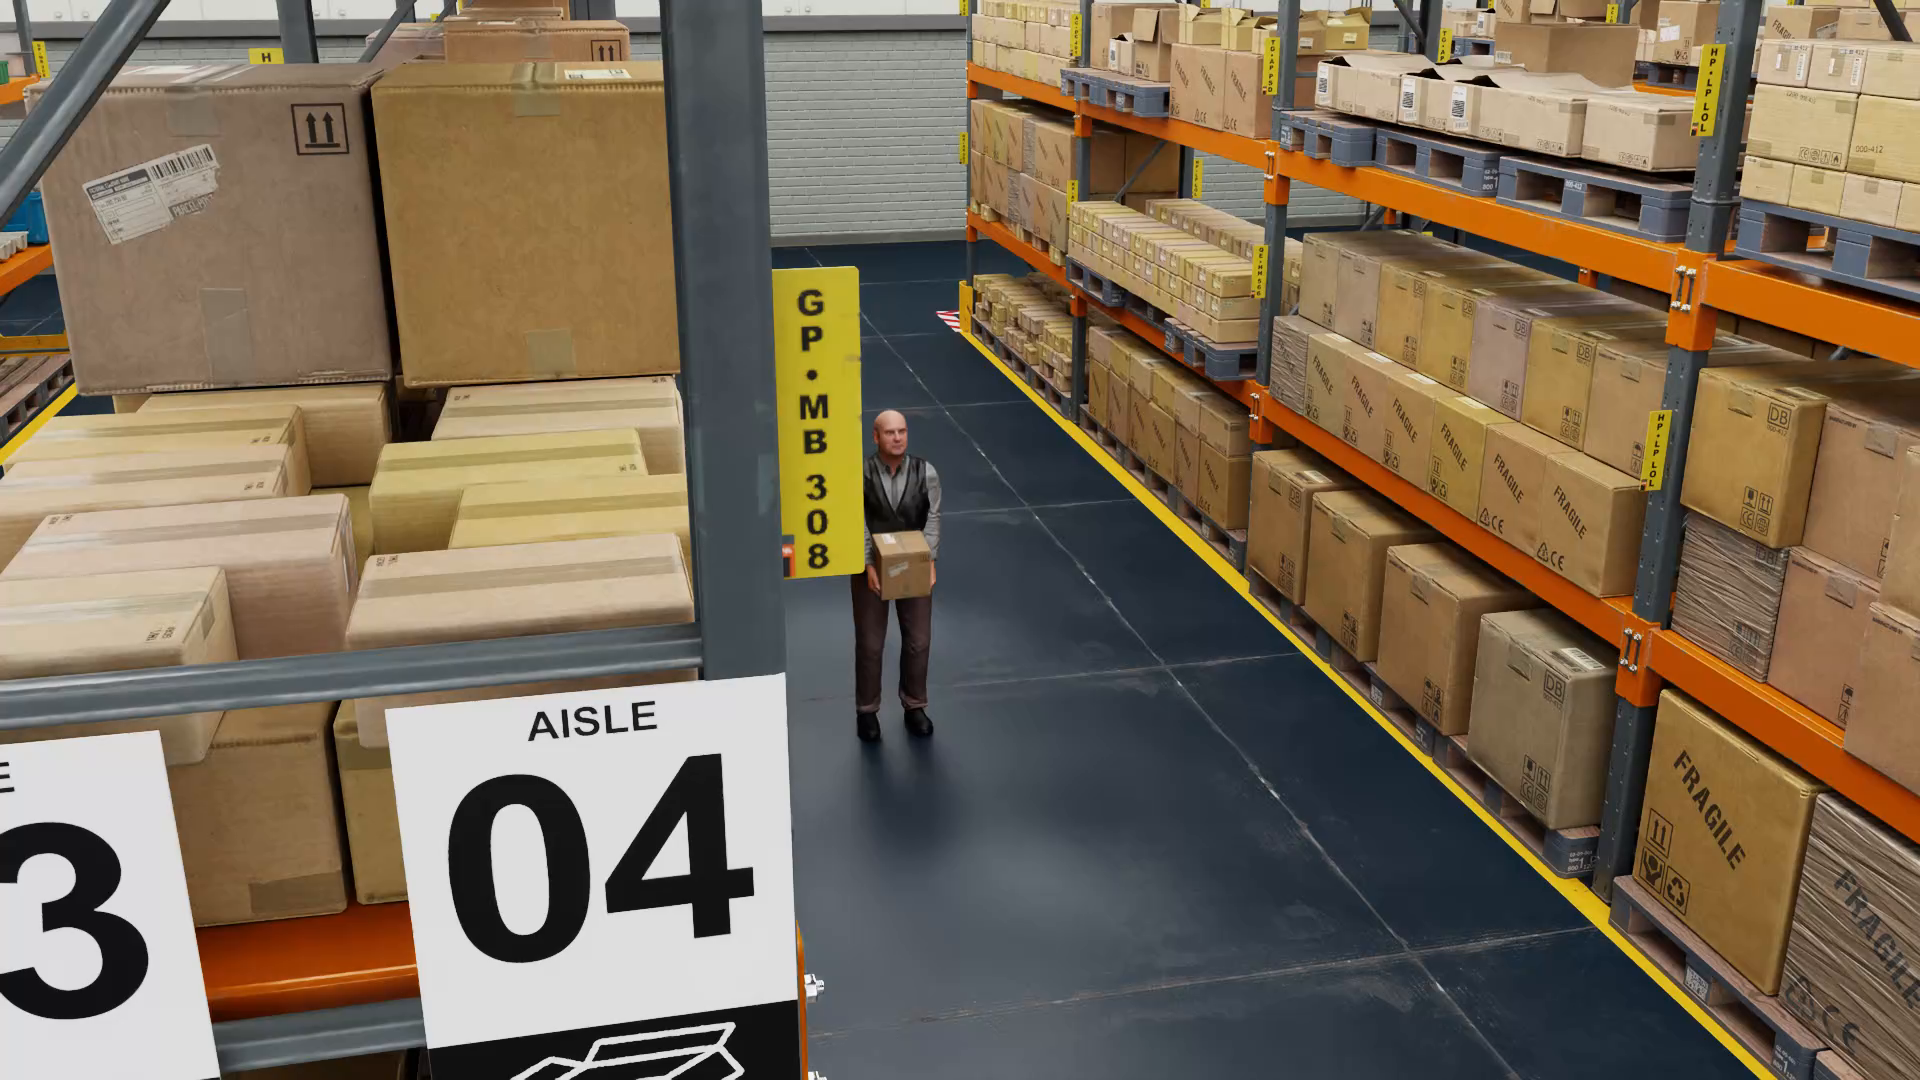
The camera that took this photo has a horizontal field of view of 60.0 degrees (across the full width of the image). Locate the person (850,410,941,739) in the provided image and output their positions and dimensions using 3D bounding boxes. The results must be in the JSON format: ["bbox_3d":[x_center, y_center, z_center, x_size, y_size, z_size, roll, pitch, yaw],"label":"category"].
[{"bbox_3d":[-0.321,0.205,8.530,0.502,1.720,0.552,-5,20,-13],"label":"person"}]
